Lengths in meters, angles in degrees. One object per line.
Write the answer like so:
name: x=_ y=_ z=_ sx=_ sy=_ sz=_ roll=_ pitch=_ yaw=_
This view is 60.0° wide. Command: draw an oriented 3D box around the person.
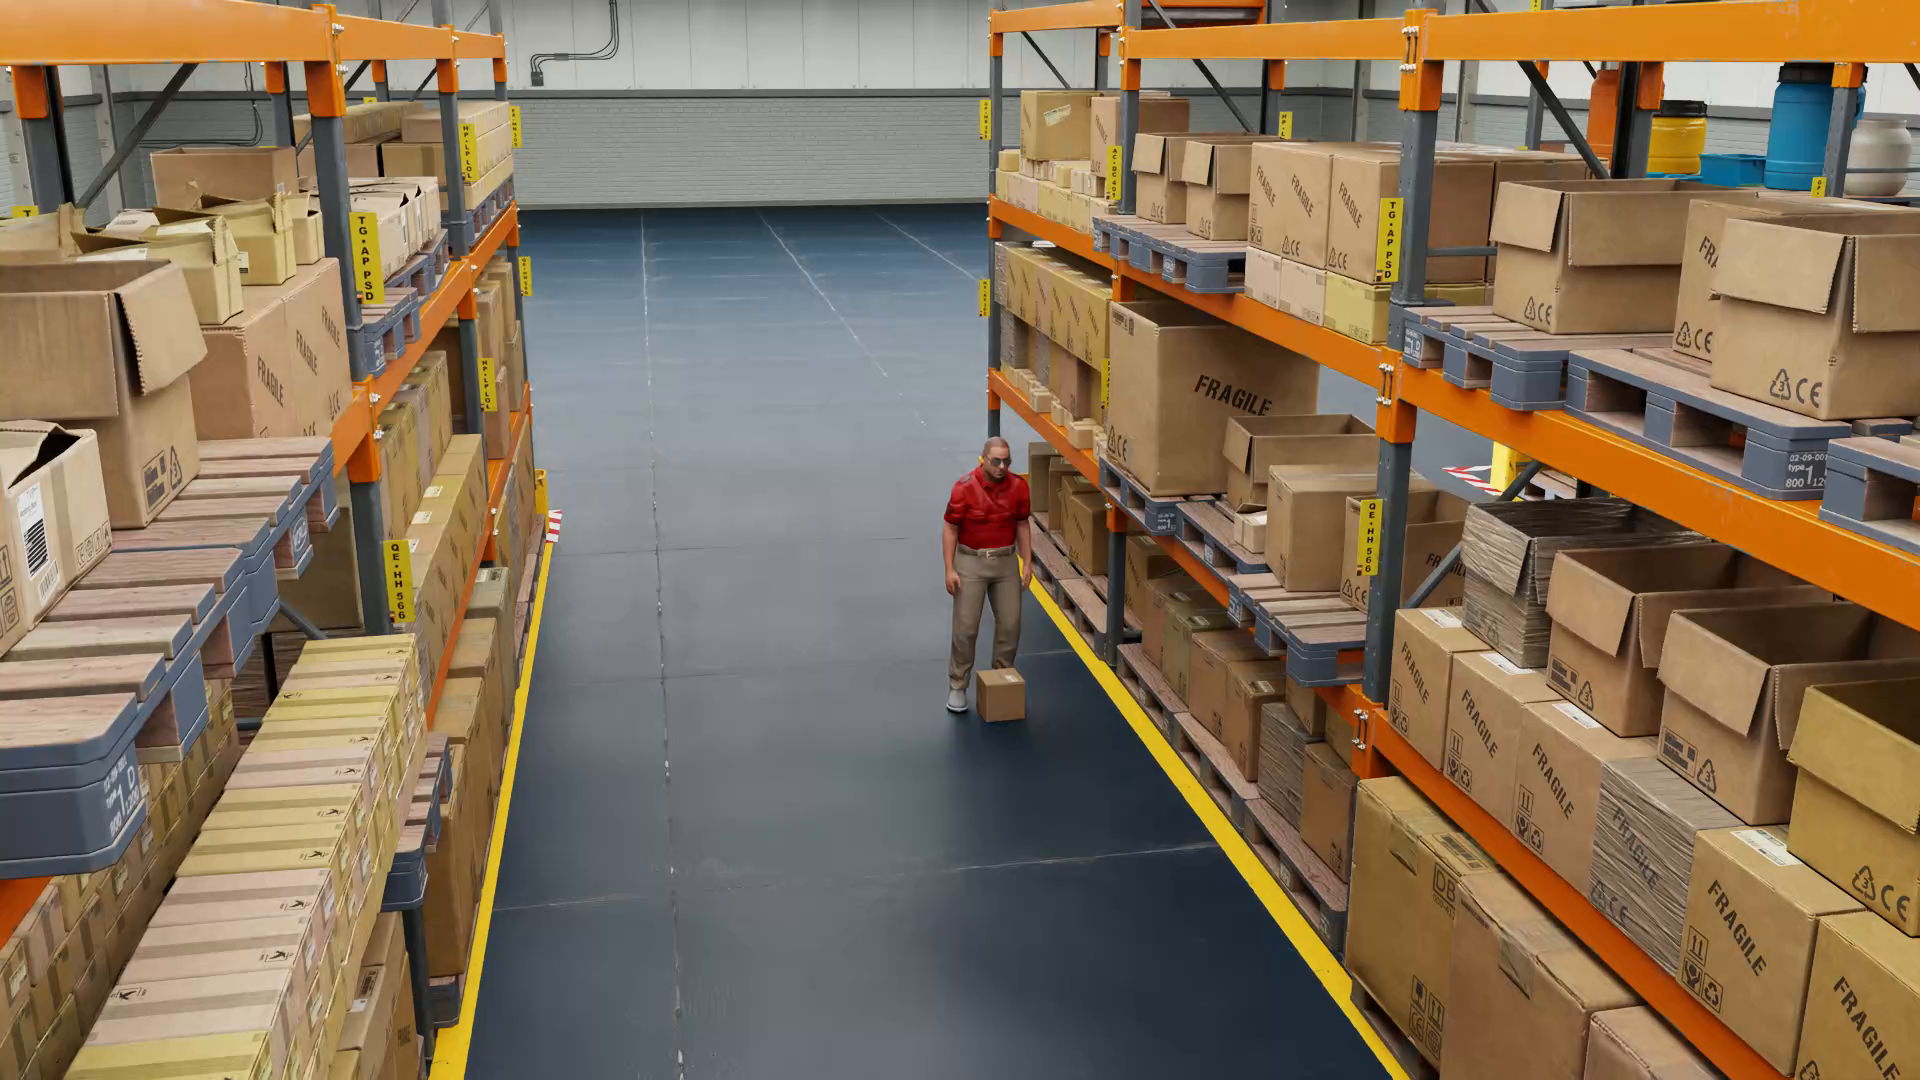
person: x=0.176 y=0.190 z=10.407 sx=0.598 sy=1.725 sz=0.396 roll=-5 pitch=17 yaw=-17
